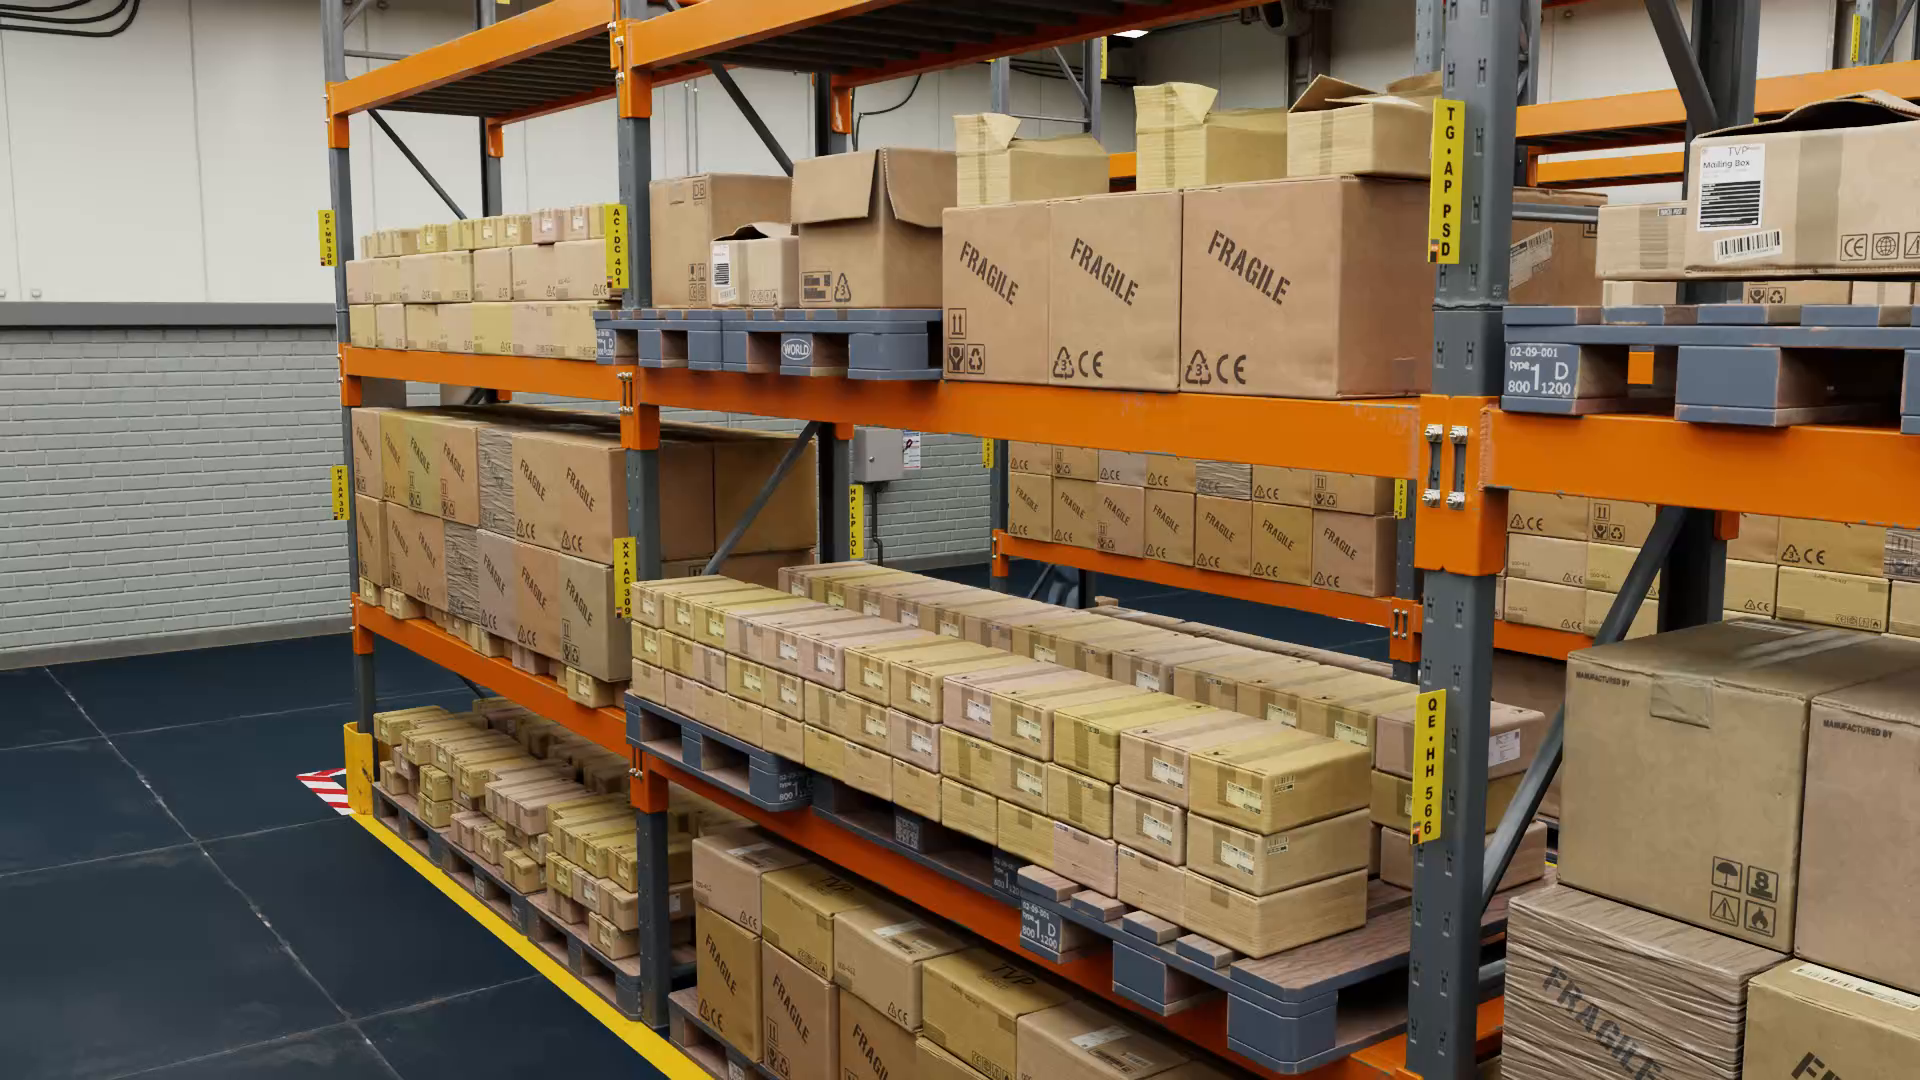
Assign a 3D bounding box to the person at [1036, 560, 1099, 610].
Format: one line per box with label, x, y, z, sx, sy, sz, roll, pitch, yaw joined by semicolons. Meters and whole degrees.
person;1.005;0.128;15.909;0.728;1.461;0.630;-6;10;-36
